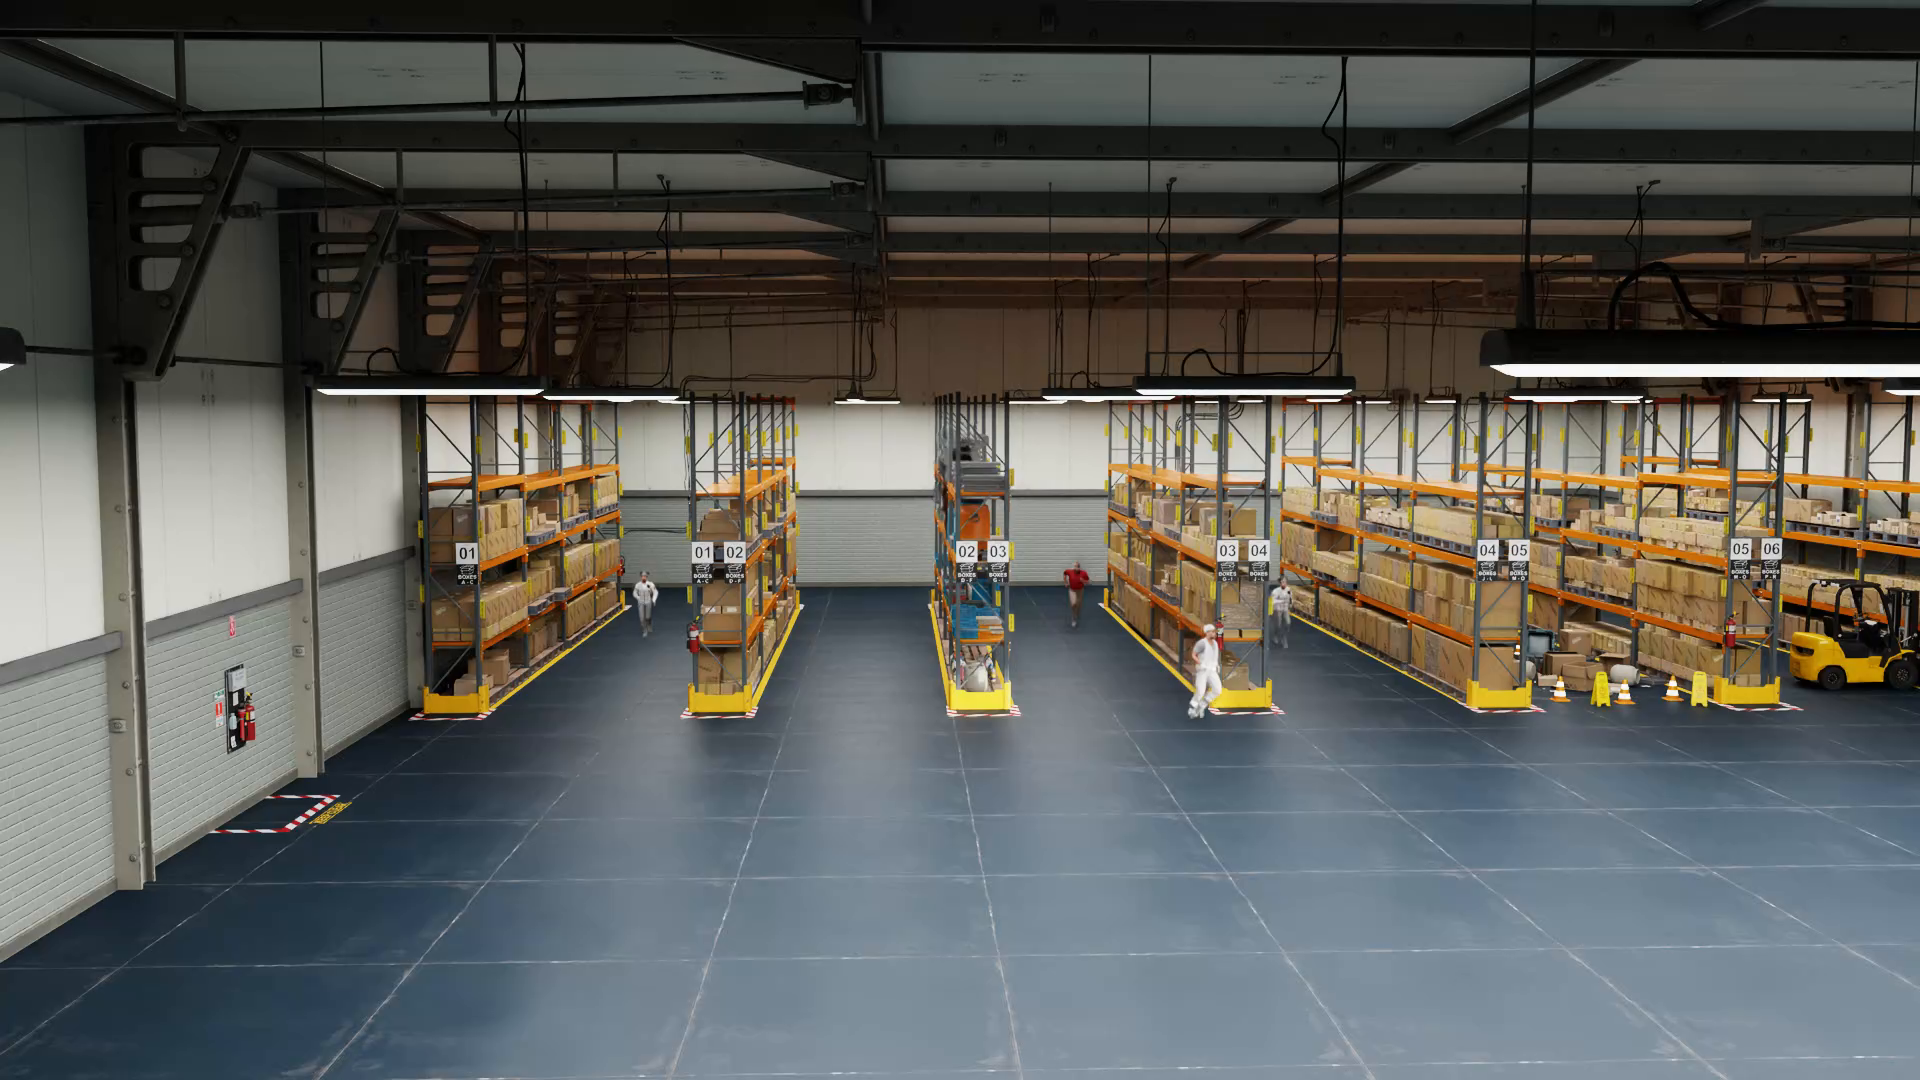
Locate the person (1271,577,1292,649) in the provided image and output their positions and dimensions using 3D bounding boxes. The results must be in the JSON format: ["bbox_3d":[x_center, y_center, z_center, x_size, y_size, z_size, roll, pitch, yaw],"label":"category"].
[{"bbox_3d":[7.667,1.712,39.679,0.638,1.727,0.814,-1,5,-12],"label":"person"}]

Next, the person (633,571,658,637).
[{"bbox_3d":[-7.855,1.590,41.345,0.555,1.654,0.495,0,5,-3],"label":"person"}]

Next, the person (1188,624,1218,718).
[{"bbox_3d":[4.527,2.405,30.550,0.719,1.718,0.434,-3,5,-33],"label":"person"}]

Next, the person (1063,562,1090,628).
[{"bbox_3d":[3.033,1.415,43.436,0.650,1.731,0.960,0,5,-5],"label":"person"}]
